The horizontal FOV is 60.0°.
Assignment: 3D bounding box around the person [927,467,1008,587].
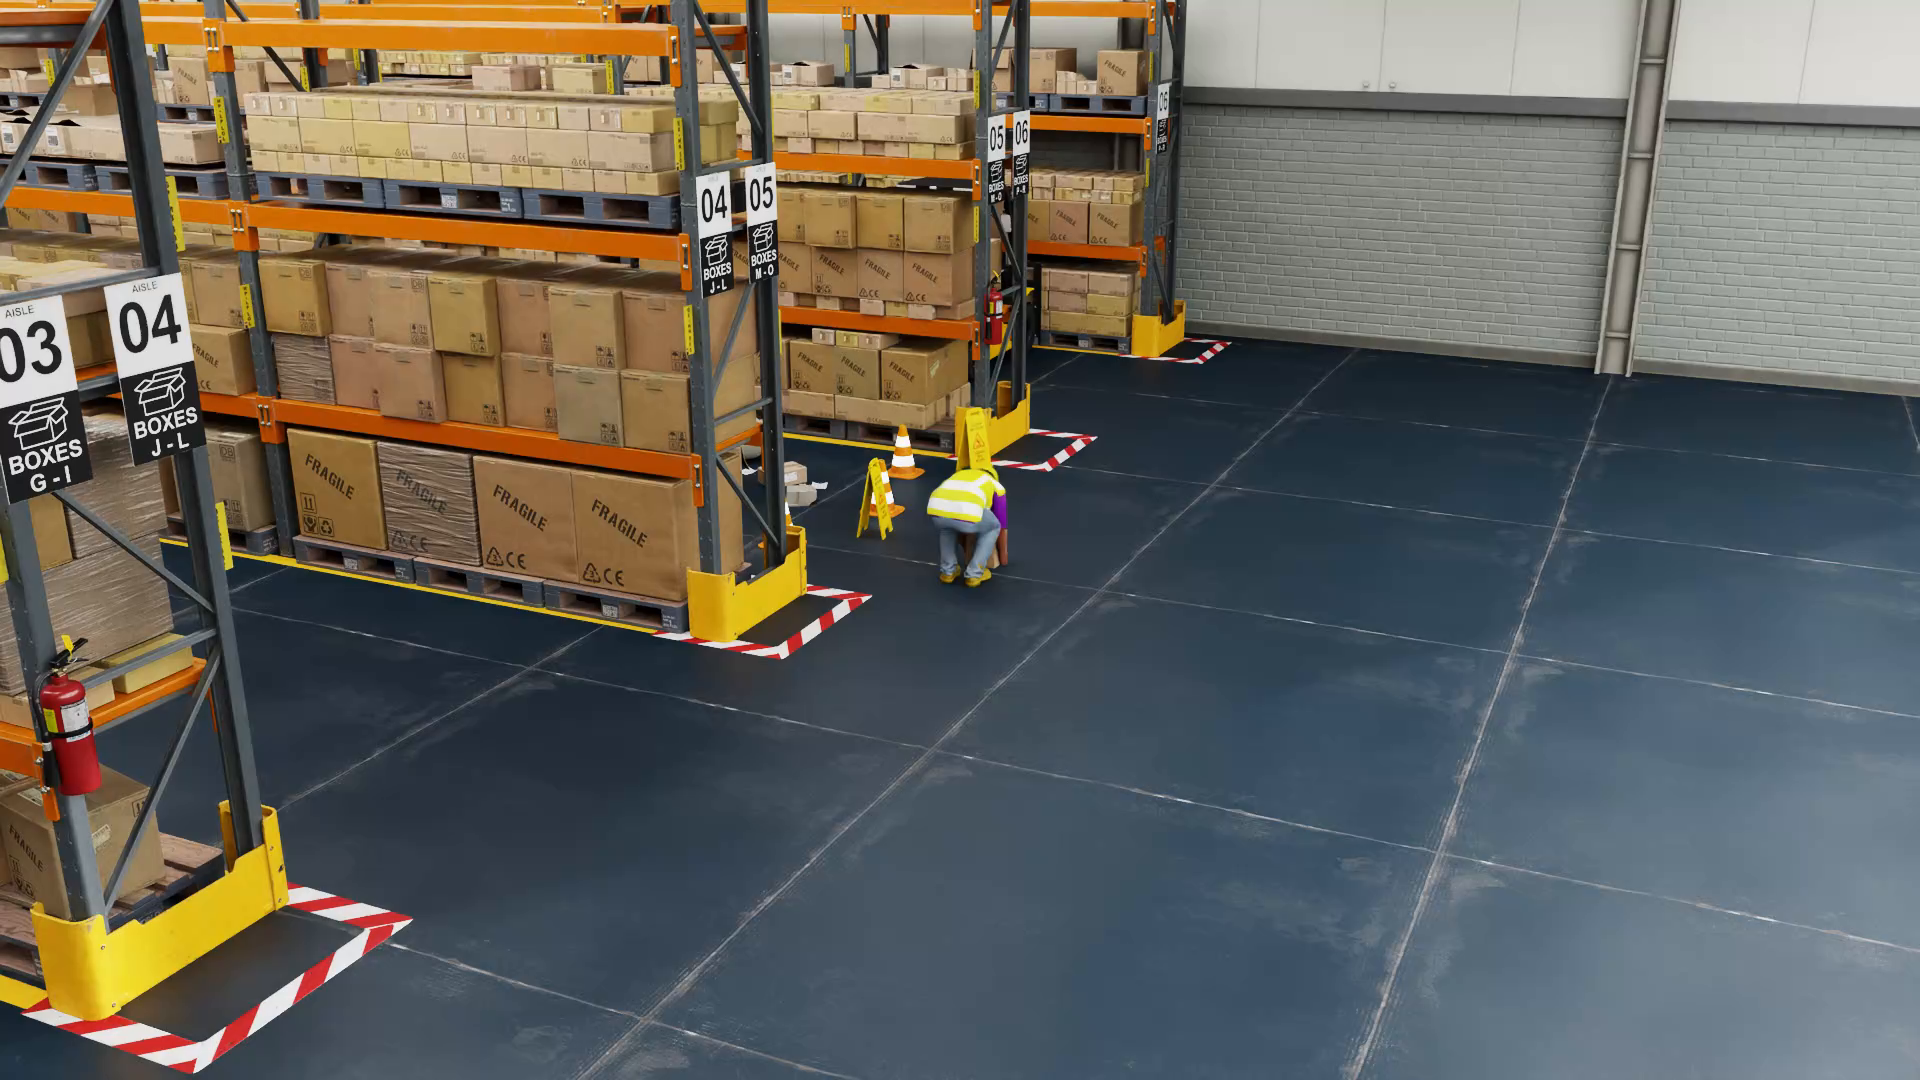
[{"bbox_3d":[0.067,-0.120,12.848,0.511,0.850,0.980,8,20,21],"label":"person"}]
